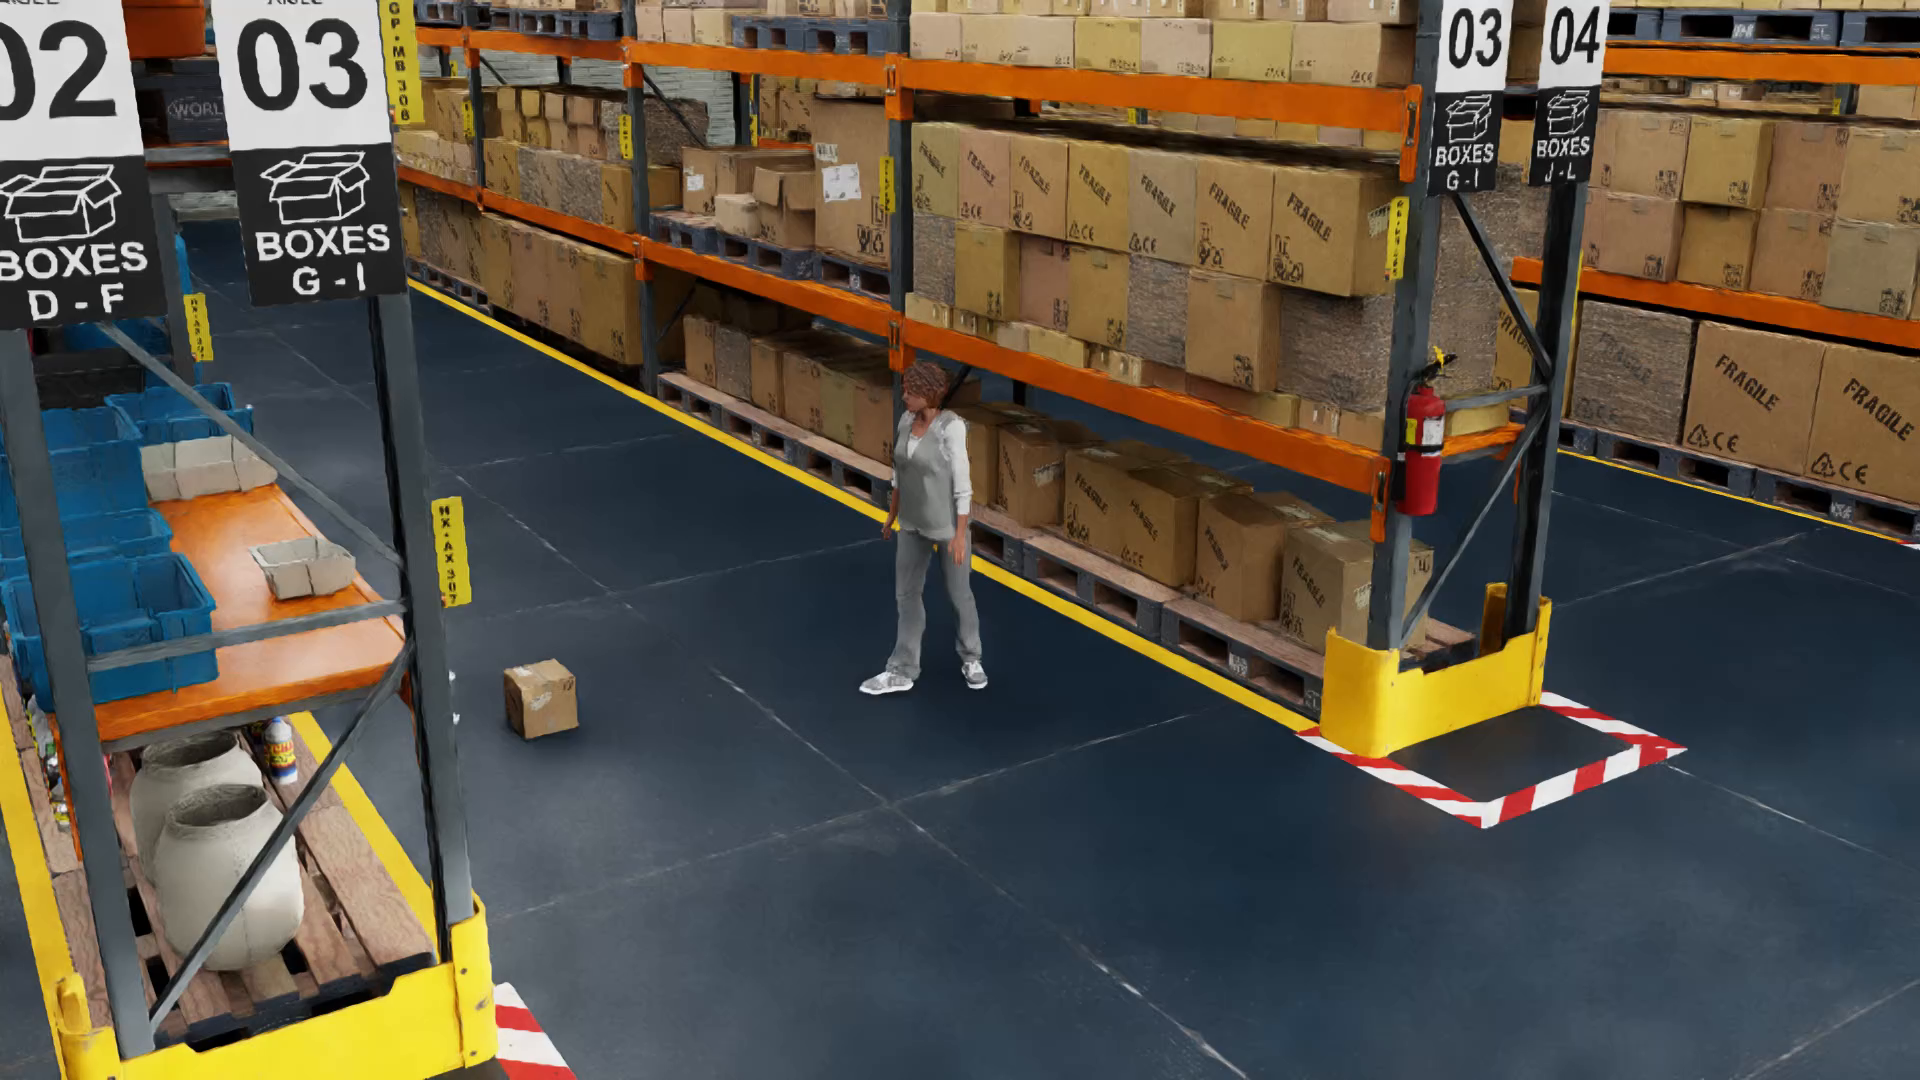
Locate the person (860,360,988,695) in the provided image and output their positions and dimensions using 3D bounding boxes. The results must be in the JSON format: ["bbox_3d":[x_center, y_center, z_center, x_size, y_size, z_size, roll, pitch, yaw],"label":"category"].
[{"bbox_3d":[-0.164,-0.056,7.703,0.543,1.582,0.576,14,23,36],"label":"person"}]
